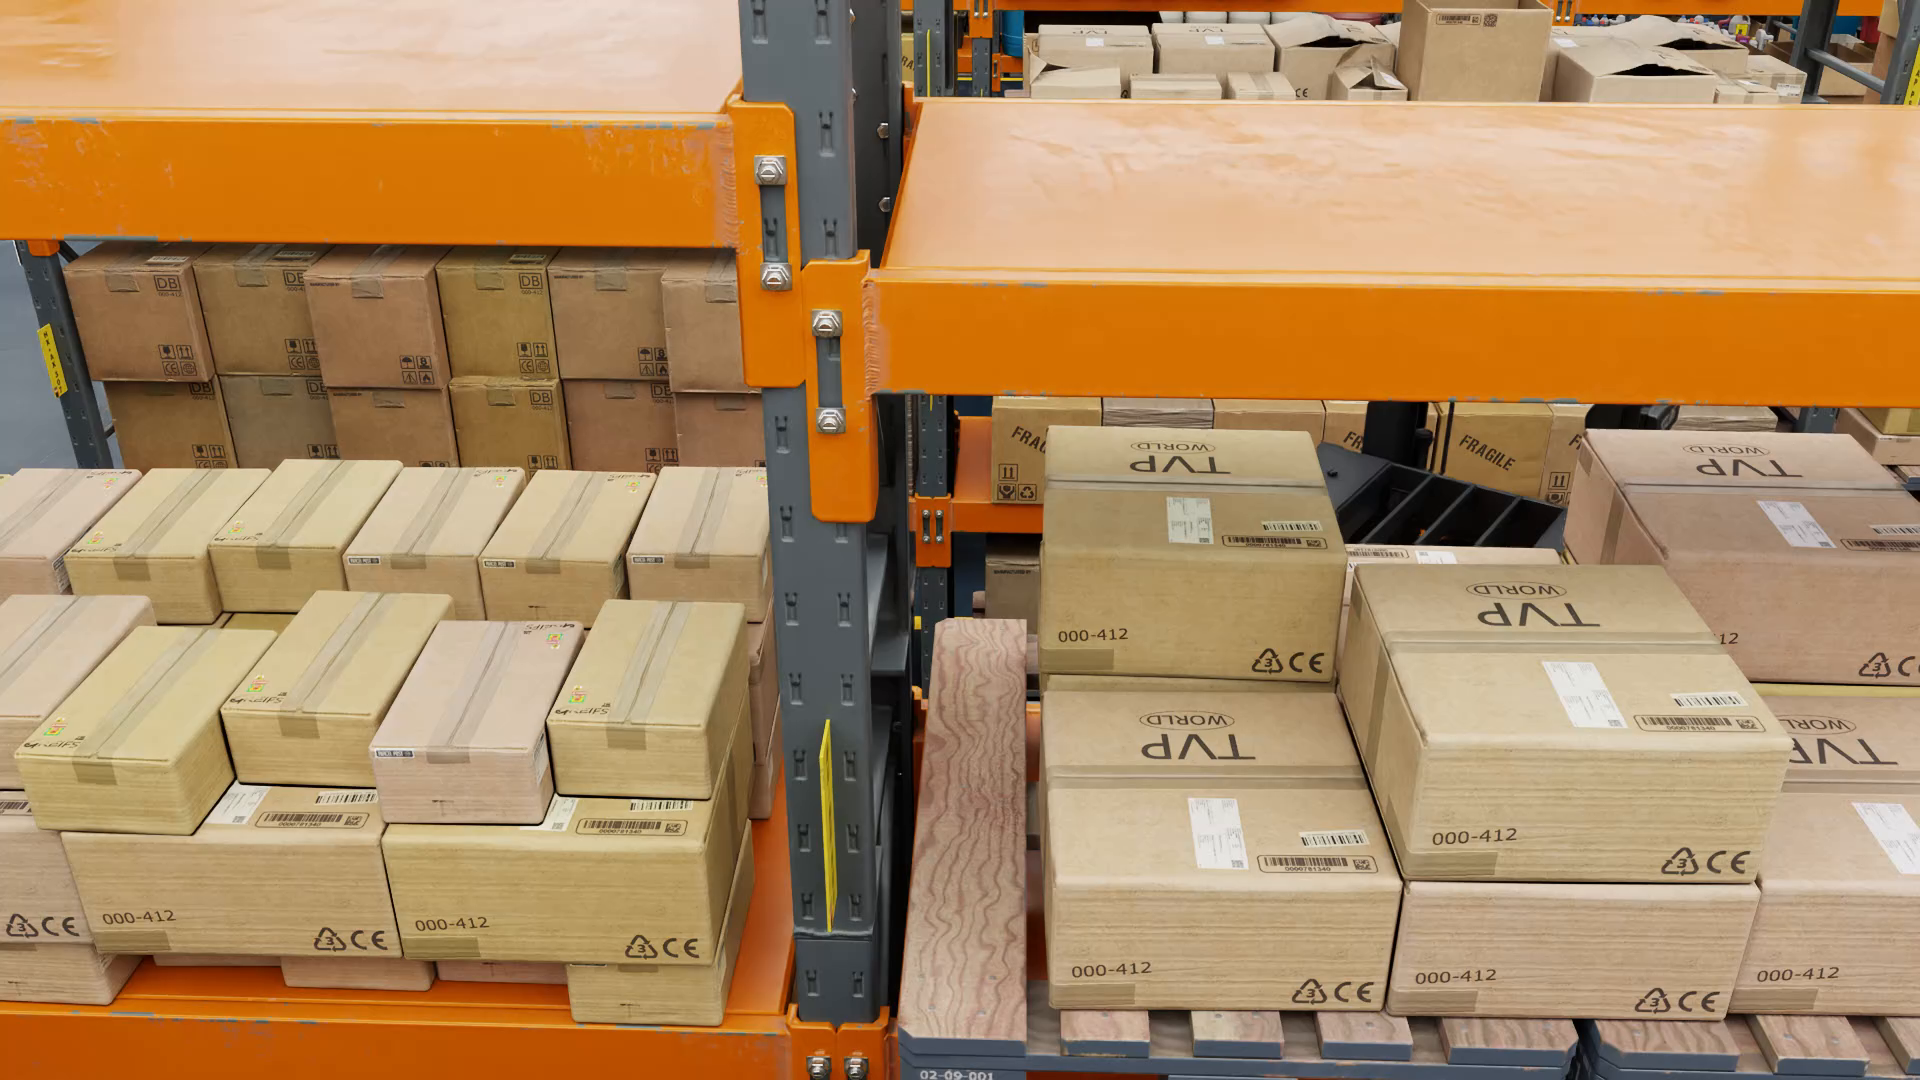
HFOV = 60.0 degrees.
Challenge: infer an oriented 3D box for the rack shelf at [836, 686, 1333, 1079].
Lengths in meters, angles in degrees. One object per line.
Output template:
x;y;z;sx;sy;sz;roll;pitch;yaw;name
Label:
1.815;0.753;3.192;4.000;0.370;1.077;1;28;2;rack shelf

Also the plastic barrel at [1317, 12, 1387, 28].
3.863;-5.089;16.502;0.708;0.536;0.600;1;28;2;plastic barrel

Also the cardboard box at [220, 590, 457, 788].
-1.028;0.244;2.802;0.250;0.149;0.380;2;28;3;cardboard box

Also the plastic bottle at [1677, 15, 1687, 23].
7.406;-5.247;17.082;0.097;0.271;0.097;0;28;0;plastic bottle

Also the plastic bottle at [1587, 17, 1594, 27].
6.415;-5.196;16.986;0.097;0.271;0.097;0;28;0;plastic bottle

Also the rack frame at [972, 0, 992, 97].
0.166;-2.911;12.538;0.127;3.000;1.000;1;28;2;rack frame

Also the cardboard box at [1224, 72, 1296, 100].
1.281;-1.890;7.123;0.250;0.149;0.380;1;28;2;cardboard box

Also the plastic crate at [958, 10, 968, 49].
-0.178;-5.270;17.055;0.504;0.338;0.767;1;28;2;plastic crate

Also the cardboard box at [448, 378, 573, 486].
-2.099;-0.682;8.174;0.500;0.550;0.875;1;28;2;cardboard box

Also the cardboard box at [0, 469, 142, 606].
-1.791;0.007;3.248;0.250;0.149;0.380;1;28;1;cardboard box

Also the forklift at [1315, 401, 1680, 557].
1.477;0.838;5.539;1.130;2.935;3.031;18;33;30;forklift

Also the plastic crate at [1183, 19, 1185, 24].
2.091;-5.239;17.156;0.662;0.188;0.450;1;28;2;plastic crate

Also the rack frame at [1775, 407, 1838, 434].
3.887;-0.525;8.037;0.127;3.000;1.000;1;28;2;rack frame

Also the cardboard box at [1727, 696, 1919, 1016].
1.396;0.486;2.639;0.500;0.250;0.500;1;28;1;cardboard box

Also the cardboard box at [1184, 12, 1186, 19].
2.960;-6.609;21.402;0.500;0.311;0.500;1;28;1;cardboard box

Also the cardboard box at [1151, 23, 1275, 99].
1.131;-2.162;7.528;0.500;0.250;0.500;1;28;1;cardboard box

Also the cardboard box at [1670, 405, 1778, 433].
3.427;-0.451;7.791;0.500;0.500;0.500;1;28;2;cardboard box

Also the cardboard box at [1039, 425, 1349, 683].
0.400;0.012;2.999;0.500;0.250;0.500;2;28;3;cardboard box

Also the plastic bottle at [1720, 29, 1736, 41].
7.565;-4.903;16.430;0.135;0.276;0.152;1;28;2;plastic bottle

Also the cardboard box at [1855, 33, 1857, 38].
11.478;-6.479;21.735;0.500;0.250;0.500;1;28;2;cardboard box

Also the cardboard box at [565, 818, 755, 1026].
-0.511;0.651;2.884;0.250;0.149;0.380;1;28;2;cardboard box

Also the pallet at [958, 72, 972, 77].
-0.274;-6.348;22.000;1.213;0.211;1.003;1;28;2;pallet

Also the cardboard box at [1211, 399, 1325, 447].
1.410;-0.483;7.851;0.500;0.500;0.500;1;28;2;cardboard box

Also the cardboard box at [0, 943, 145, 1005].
-1.538;0.627;2.929;0.250;0.149;0.380;2;28;3;cardboard box

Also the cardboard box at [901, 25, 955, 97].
-0.294;-3.407;11.982;0.500;0.500;0.500;1;28;2;cardboard box

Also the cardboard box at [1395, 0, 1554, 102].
2.140;-2.022;6.996;0.500;0.500;0.500;1;28;2;cardboard box

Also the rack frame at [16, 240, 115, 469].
-4.108;-0.657;8.287;0.127;3.000;1.000;1;28;2;rack frame

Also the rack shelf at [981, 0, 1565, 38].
2.164;-3.885;11.942;4.000;0.370;1.077;1;28;2;rack shelf

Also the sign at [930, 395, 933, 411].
-0.129;-0.748;7.450;0.005;0.325;0.100;1;28;2;sign

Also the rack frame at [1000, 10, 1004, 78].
0.519;-7.548;21.285;0.127;3.000;1.000;1;28;2;rack frame

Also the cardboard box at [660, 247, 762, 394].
-1.032;-1.111;7.830;0.550;0.550;0.875;1;28;2;cardboard box

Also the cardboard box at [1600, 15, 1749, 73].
3.171;-2.155;7.451;0.500;0.311;0.500;1;28;2;cardboard box

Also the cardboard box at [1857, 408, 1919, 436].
4.363;-0.629;7.736;0.250;0.149;0.380;2;28;4;cardboard box

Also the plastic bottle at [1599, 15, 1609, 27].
6.614;-5.260;17.107;0.097;0.271;0.097;0;28;0;plastic bottle

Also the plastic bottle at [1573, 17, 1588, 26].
6.175;-5.029;16.586;0.185;0.351;0.144;1;28;2;plastic bottle

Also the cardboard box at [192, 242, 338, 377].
-3.186;-1.210;8.017;0.550;0.550;0.875;1;28;2;cardboard box

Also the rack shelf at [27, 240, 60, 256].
-2.109;-1.631;7.690;4.000;0.370;1.077;1;28;2;rack shelf

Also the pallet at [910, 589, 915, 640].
-0.868;0.592;8.908;1.213;0.211;1.003;1;28;2;pallet

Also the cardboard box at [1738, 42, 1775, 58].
5.544;-3.300;12.095;0.637;0.503;0.797;2;28;3;cardboard box

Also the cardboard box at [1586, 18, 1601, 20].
8.011;-6.379;21.281;0.500;0.500;0.500;1;28;2;cardboard box

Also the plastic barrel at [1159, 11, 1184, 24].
2.022;-5.159;16.634;0.433;0.535;0.433;0;28;0;plastic barrel

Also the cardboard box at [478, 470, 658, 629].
-0.748;0.013;3.238;0.250;0.149;0.380;2;28;3;cardboard box

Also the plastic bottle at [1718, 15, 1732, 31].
7.851;-5.253;17.082;0.133;0.283;0.061;1;28;2;plastic bottle

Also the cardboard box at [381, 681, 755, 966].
-0.637;0.456;2.827;0.500;0.250;0.500;1;28;1;cardboard box
